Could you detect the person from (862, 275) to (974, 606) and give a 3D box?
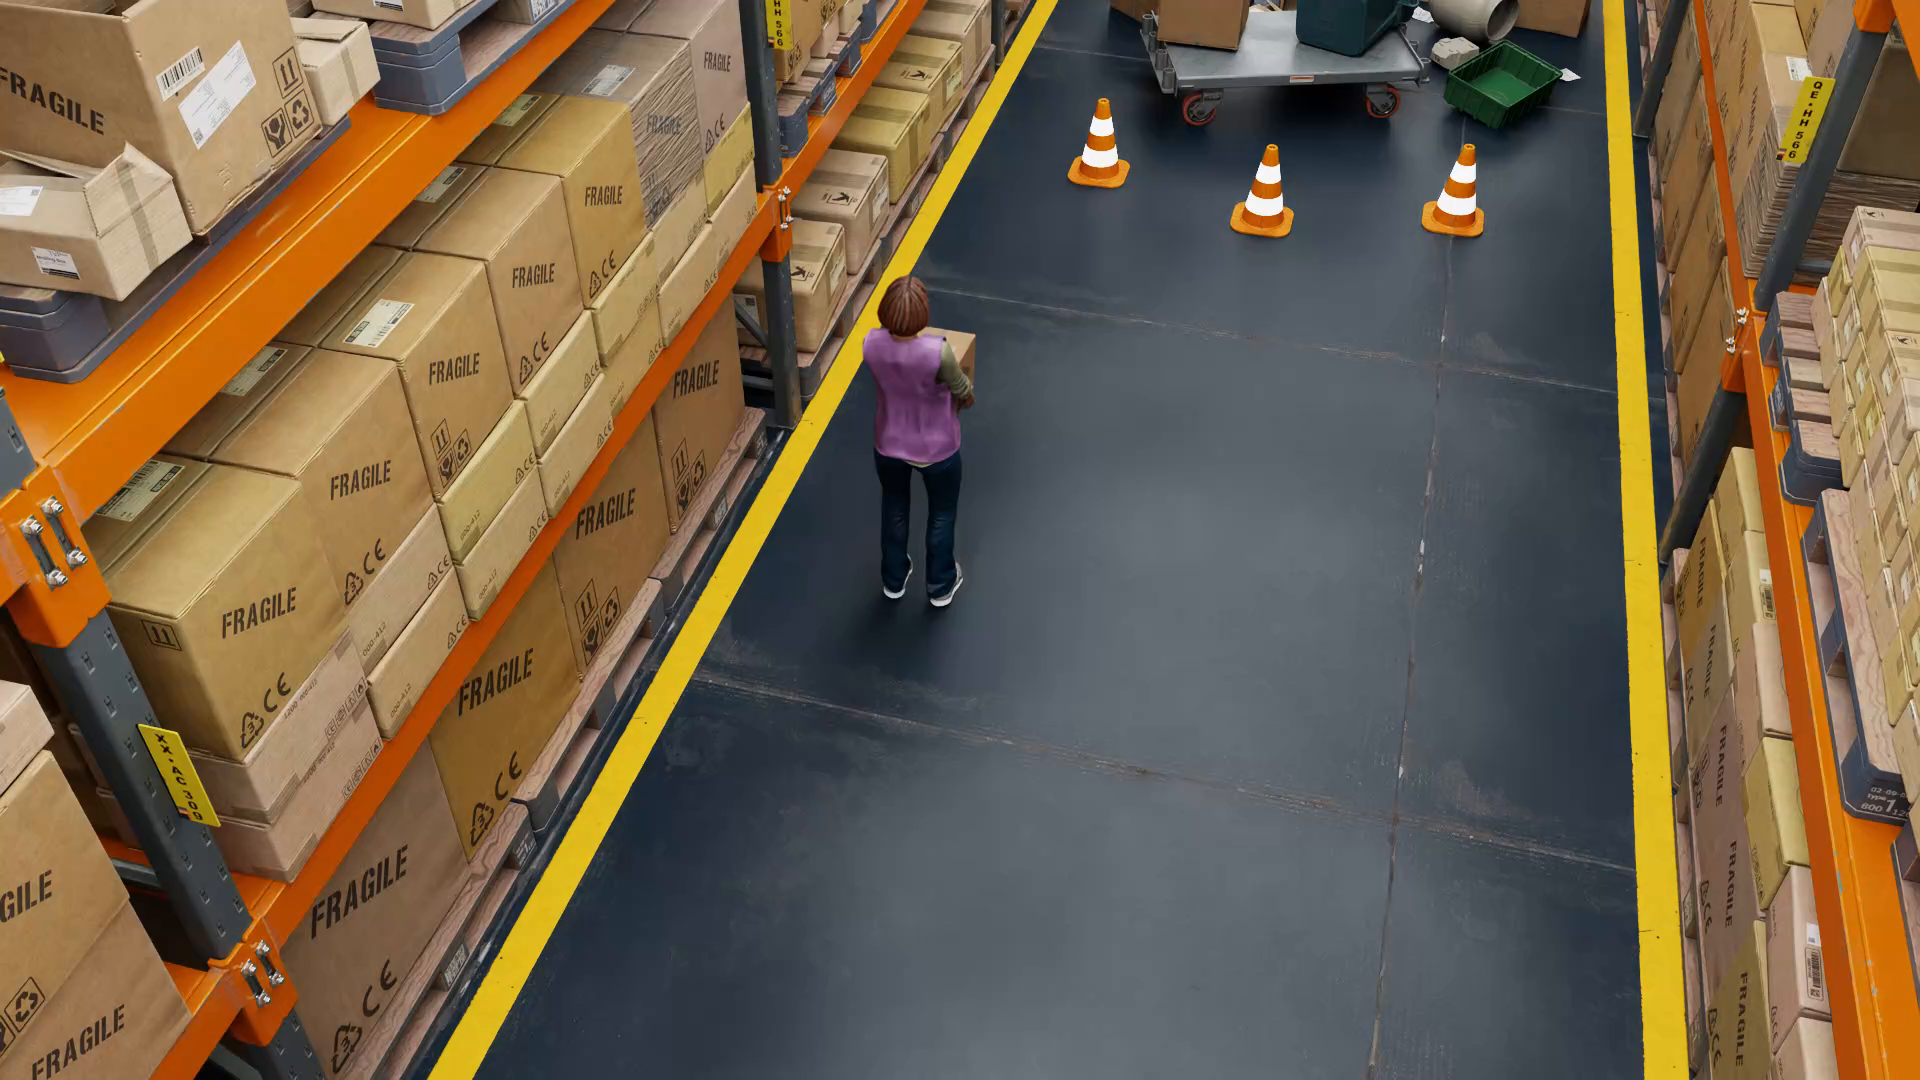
[{"bbox_3d":[-0.148,-0.435,6.661,0.404,1.591,0.496,11,43,12],"label":"person"}]
